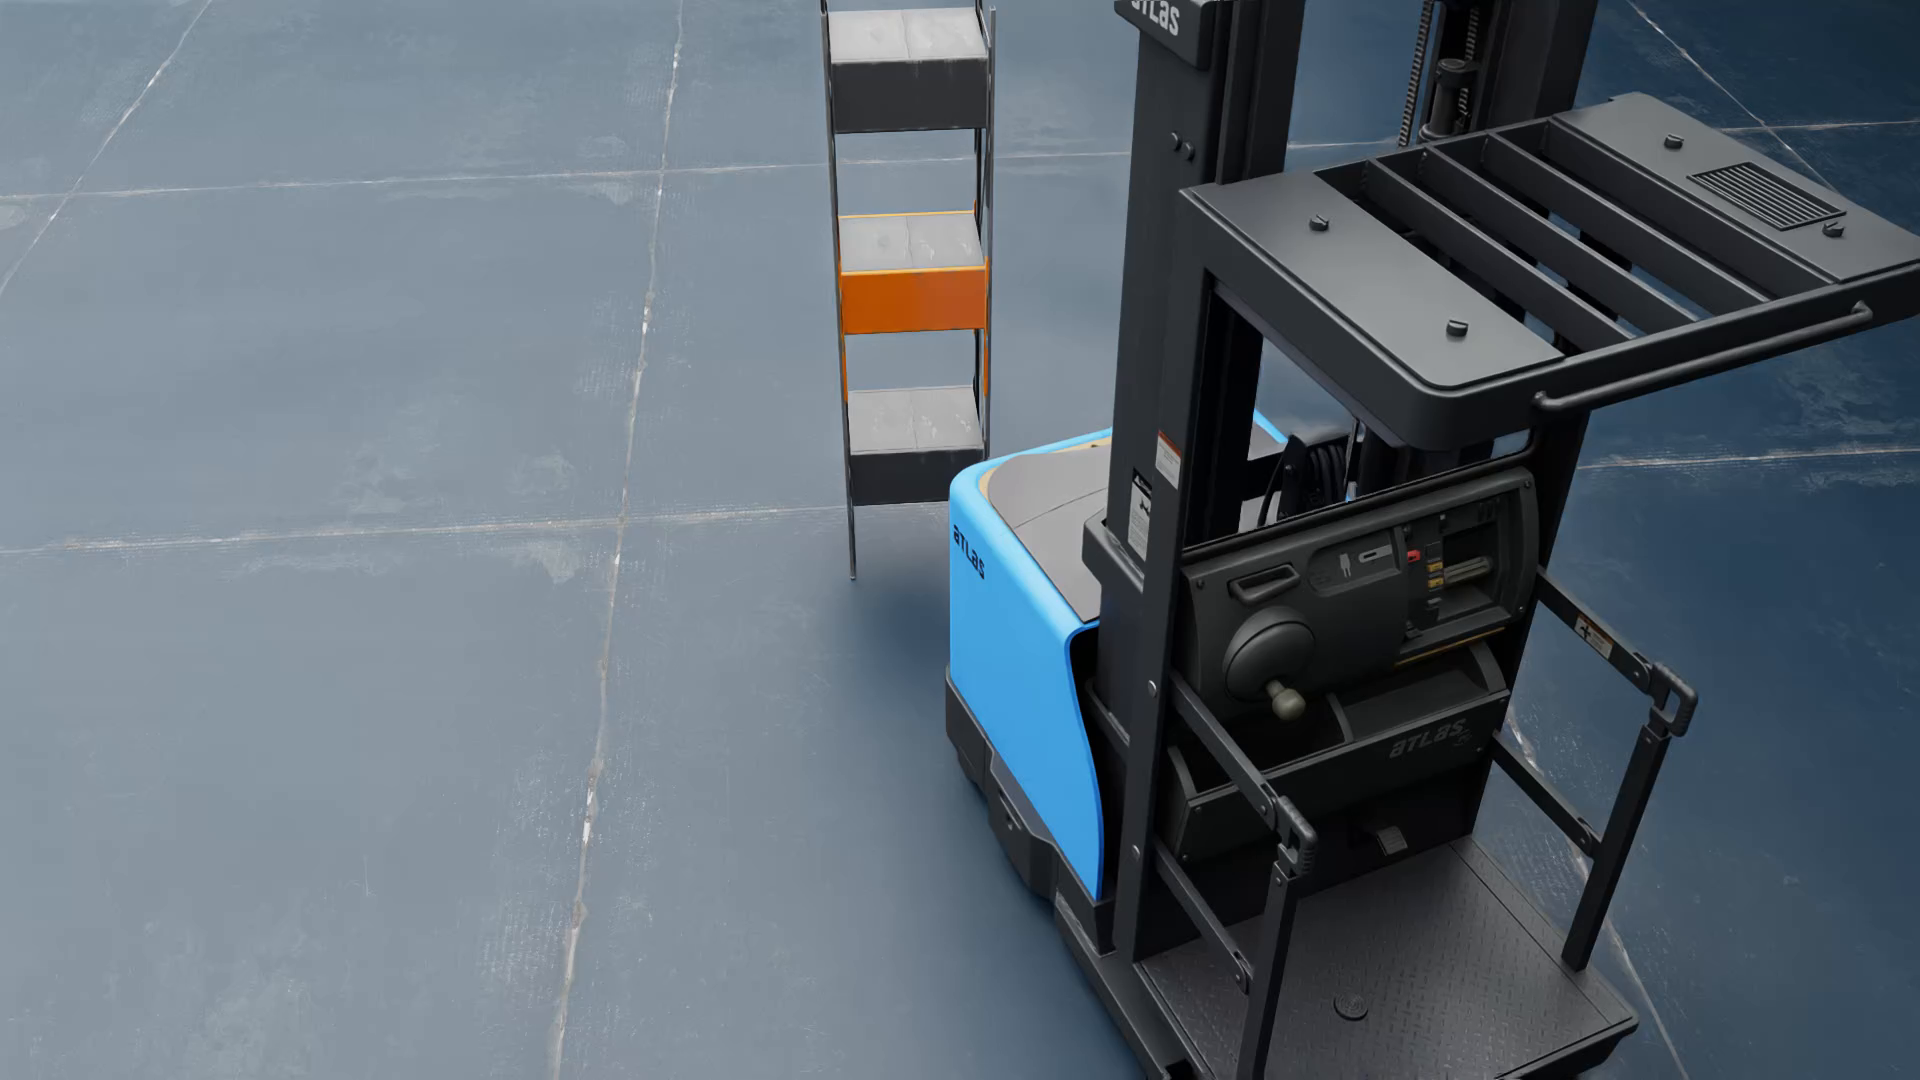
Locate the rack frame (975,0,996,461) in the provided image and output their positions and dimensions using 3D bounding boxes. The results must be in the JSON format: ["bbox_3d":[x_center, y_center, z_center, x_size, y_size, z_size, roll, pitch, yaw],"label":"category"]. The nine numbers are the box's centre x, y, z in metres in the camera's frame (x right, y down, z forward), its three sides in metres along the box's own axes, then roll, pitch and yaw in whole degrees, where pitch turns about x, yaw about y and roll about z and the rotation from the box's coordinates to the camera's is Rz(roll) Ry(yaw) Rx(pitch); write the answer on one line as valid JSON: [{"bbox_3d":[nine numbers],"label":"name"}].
[{"bbox_3d":[0.078,-0.829,5.605,0.015,2.100,0.400,-3,38,-4],"label":"rack frame"}]

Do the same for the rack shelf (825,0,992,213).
[{"bbox_3d":[-0.165,-1.354,5.163,0.480,0.518,0.431,-3,38,-4],"label":"rack shelf"}]

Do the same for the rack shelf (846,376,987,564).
[{"bbox_3d":[-0.165,-0.255,6.030,0.480,0.518,0.431,-3,38,-4],"label":"rack shelf"}]

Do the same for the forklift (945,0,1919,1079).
[{"bbox_3d":[1.020,0.199,3.632,1.130,2.935,3.031,-16,41,-19],"label":"forklift"}]

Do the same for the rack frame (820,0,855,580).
[{"bbox_3d":[-0.408,-0.802,5.571,0.015,2.100,0.400,-3,38,-4],"label":"rack frame"}]

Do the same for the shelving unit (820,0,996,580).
[{"bbox_3d":[-0.165,-0.815,5.588,0.503,2.100,0.431,-3,38,-4],"label":"shelving unit"}]

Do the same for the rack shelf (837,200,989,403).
[{"bbox_3d":[-0.165,-0.805,5.597,0.480,0.518,0.431,-3,38,-4],"label":"rack shelf"}]
